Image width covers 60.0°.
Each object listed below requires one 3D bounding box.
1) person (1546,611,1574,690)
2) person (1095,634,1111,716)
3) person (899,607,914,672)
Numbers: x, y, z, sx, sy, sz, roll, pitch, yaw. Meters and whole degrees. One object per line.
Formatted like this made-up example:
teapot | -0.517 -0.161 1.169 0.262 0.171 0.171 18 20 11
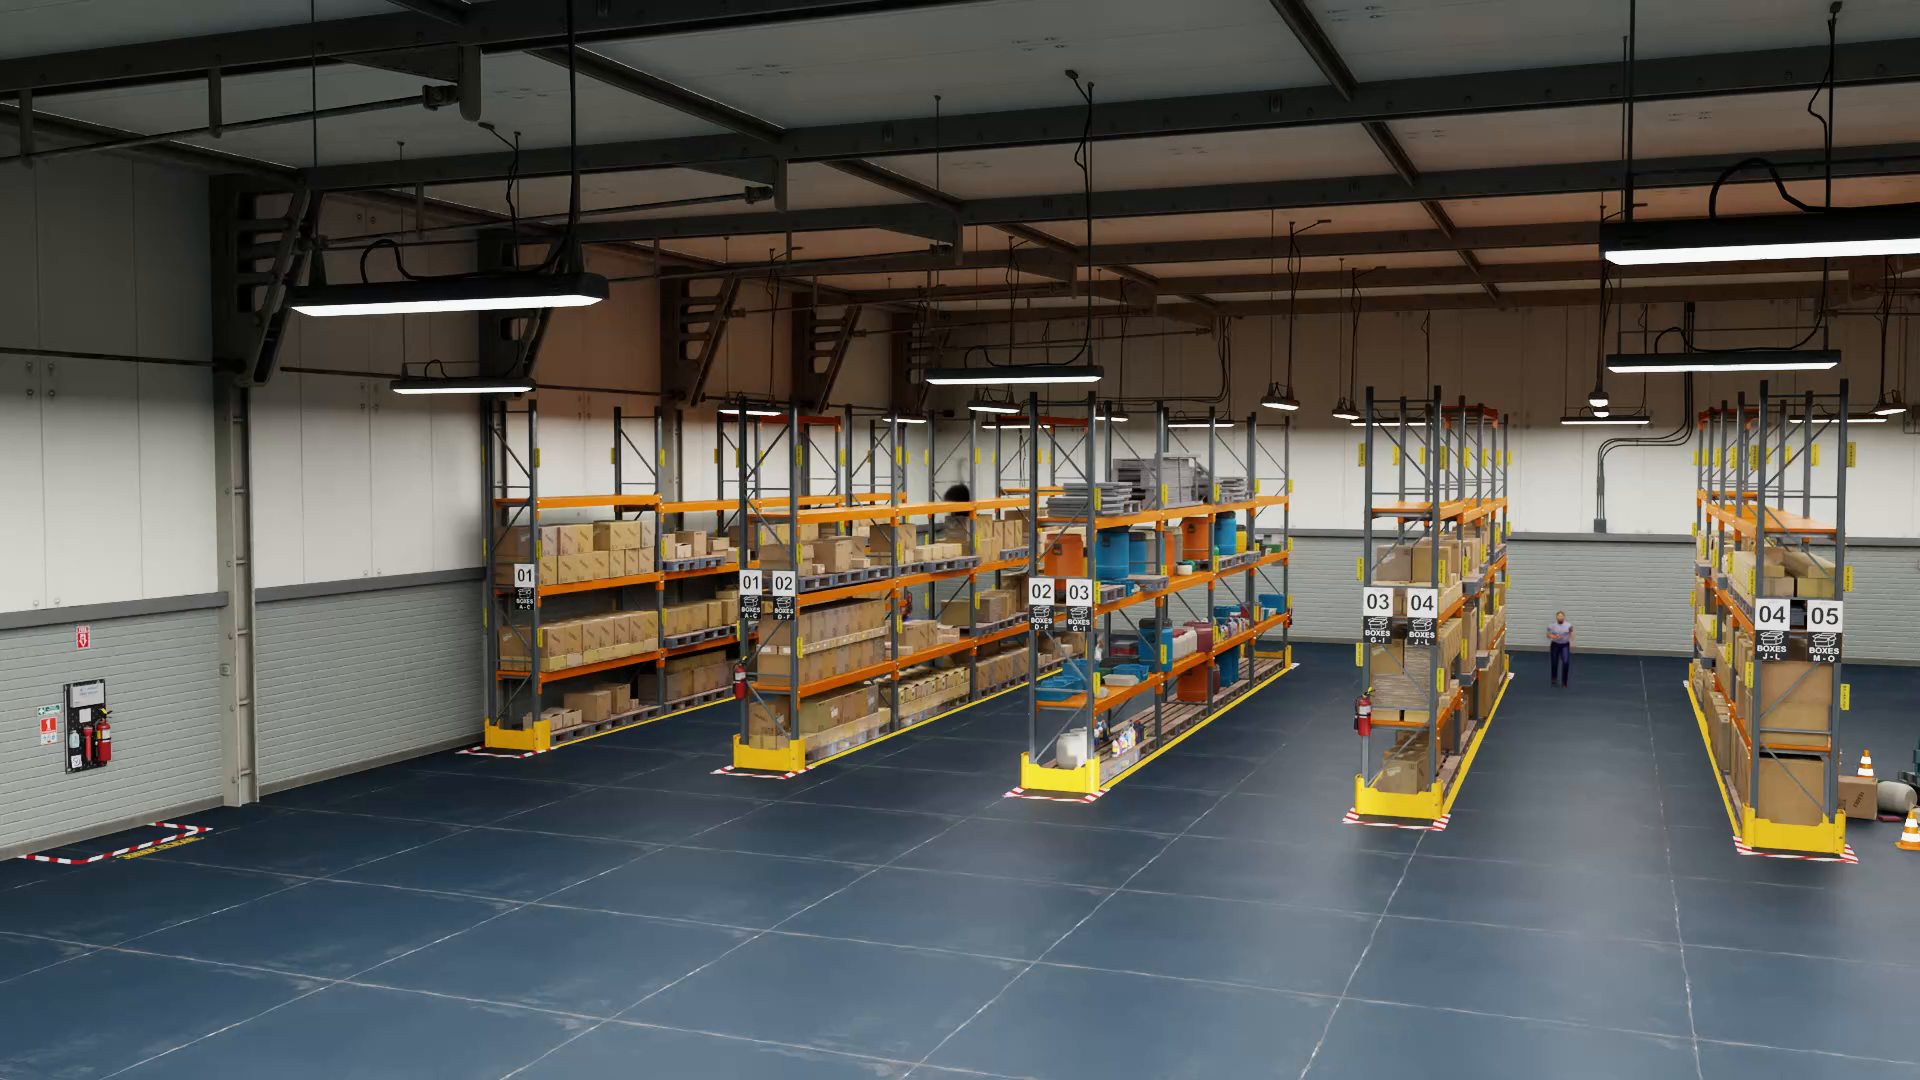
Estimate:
person | 13.067 2.395 36.217 0.593 1.708 0.840 1 3 14
person | 2.773 2.609 32.316 0.607 1.620 0.664 -3 4 -43
person | -1.246 2.346 37.692 0.486 1.657 0.802 1 3 16
